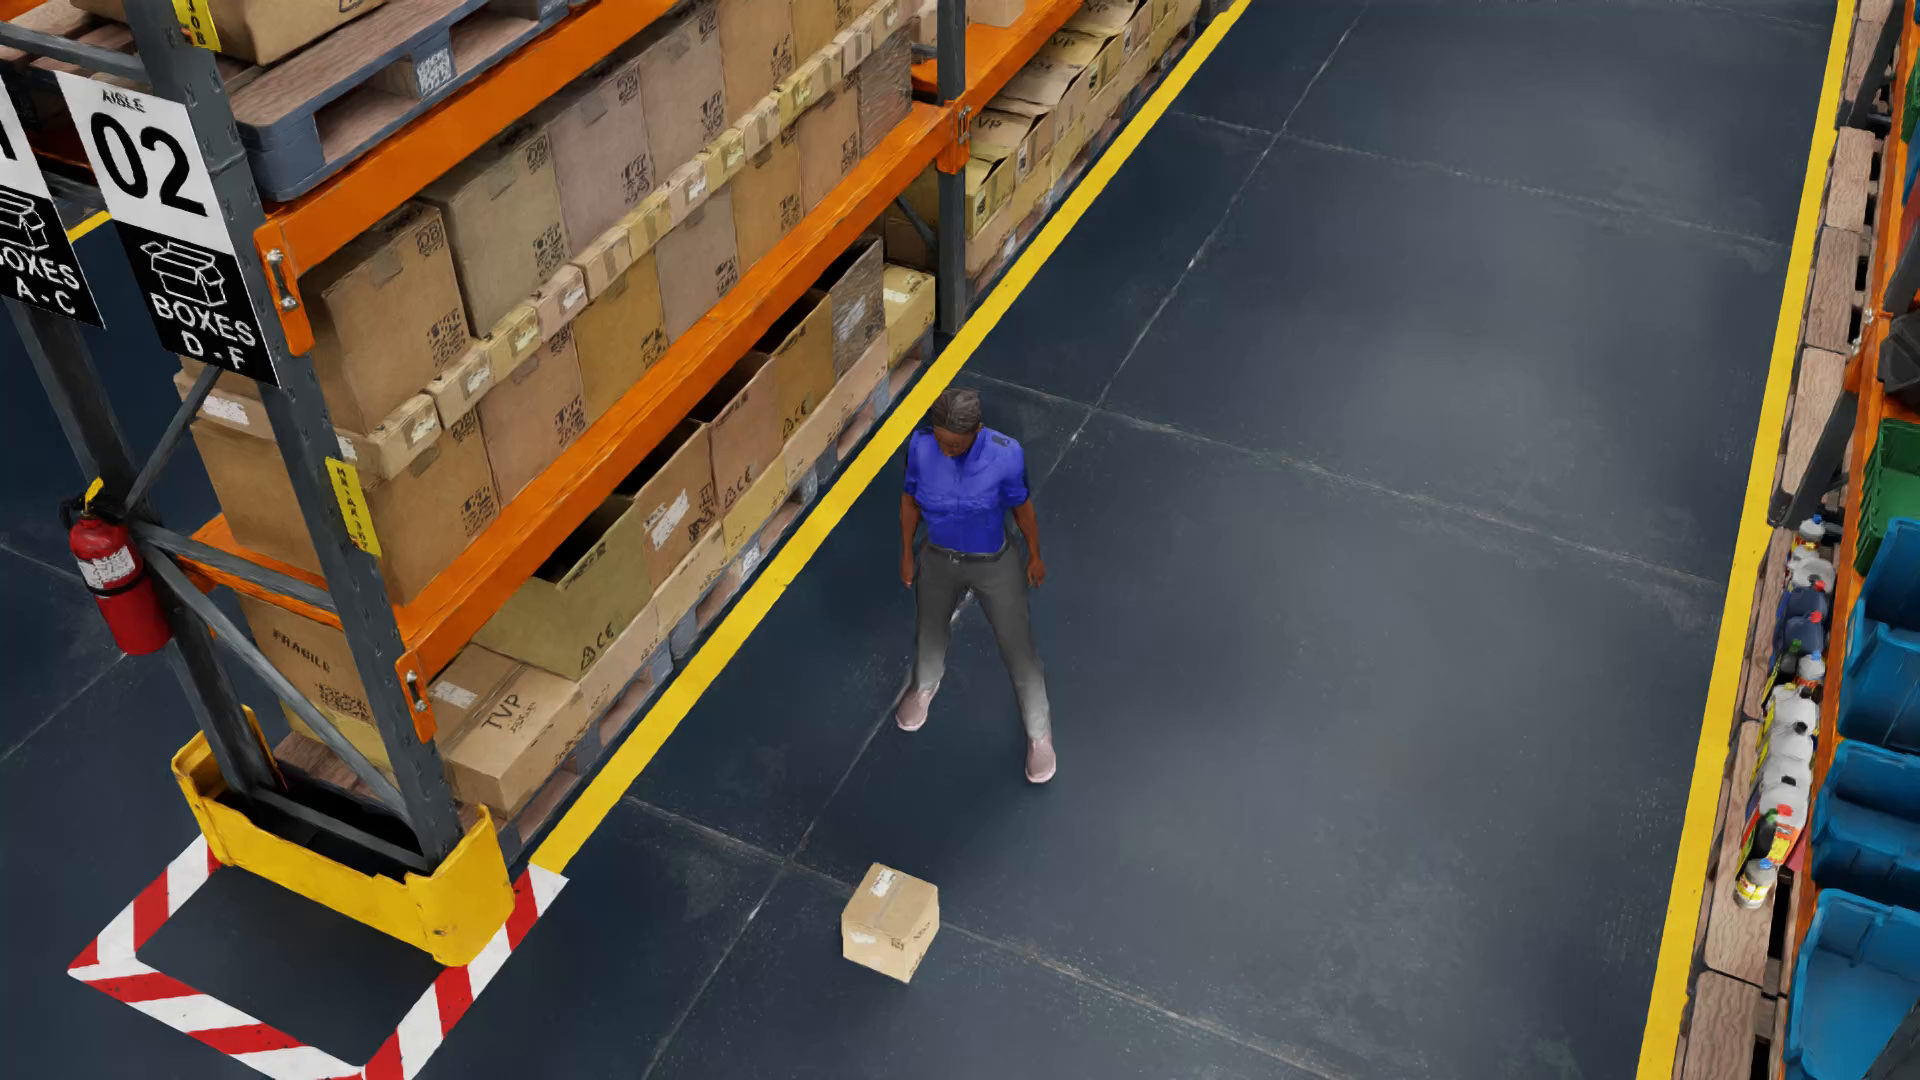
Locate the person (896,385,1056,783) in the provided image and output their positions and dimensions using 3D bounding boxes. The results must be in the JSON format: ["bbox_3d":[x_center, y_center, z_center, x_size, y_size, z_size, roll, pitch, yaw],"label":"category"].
[{"bbox_3d":[0.074,0.146,5.984,0.673,1.646,0.439,10,43,11],"label":"person"}]
